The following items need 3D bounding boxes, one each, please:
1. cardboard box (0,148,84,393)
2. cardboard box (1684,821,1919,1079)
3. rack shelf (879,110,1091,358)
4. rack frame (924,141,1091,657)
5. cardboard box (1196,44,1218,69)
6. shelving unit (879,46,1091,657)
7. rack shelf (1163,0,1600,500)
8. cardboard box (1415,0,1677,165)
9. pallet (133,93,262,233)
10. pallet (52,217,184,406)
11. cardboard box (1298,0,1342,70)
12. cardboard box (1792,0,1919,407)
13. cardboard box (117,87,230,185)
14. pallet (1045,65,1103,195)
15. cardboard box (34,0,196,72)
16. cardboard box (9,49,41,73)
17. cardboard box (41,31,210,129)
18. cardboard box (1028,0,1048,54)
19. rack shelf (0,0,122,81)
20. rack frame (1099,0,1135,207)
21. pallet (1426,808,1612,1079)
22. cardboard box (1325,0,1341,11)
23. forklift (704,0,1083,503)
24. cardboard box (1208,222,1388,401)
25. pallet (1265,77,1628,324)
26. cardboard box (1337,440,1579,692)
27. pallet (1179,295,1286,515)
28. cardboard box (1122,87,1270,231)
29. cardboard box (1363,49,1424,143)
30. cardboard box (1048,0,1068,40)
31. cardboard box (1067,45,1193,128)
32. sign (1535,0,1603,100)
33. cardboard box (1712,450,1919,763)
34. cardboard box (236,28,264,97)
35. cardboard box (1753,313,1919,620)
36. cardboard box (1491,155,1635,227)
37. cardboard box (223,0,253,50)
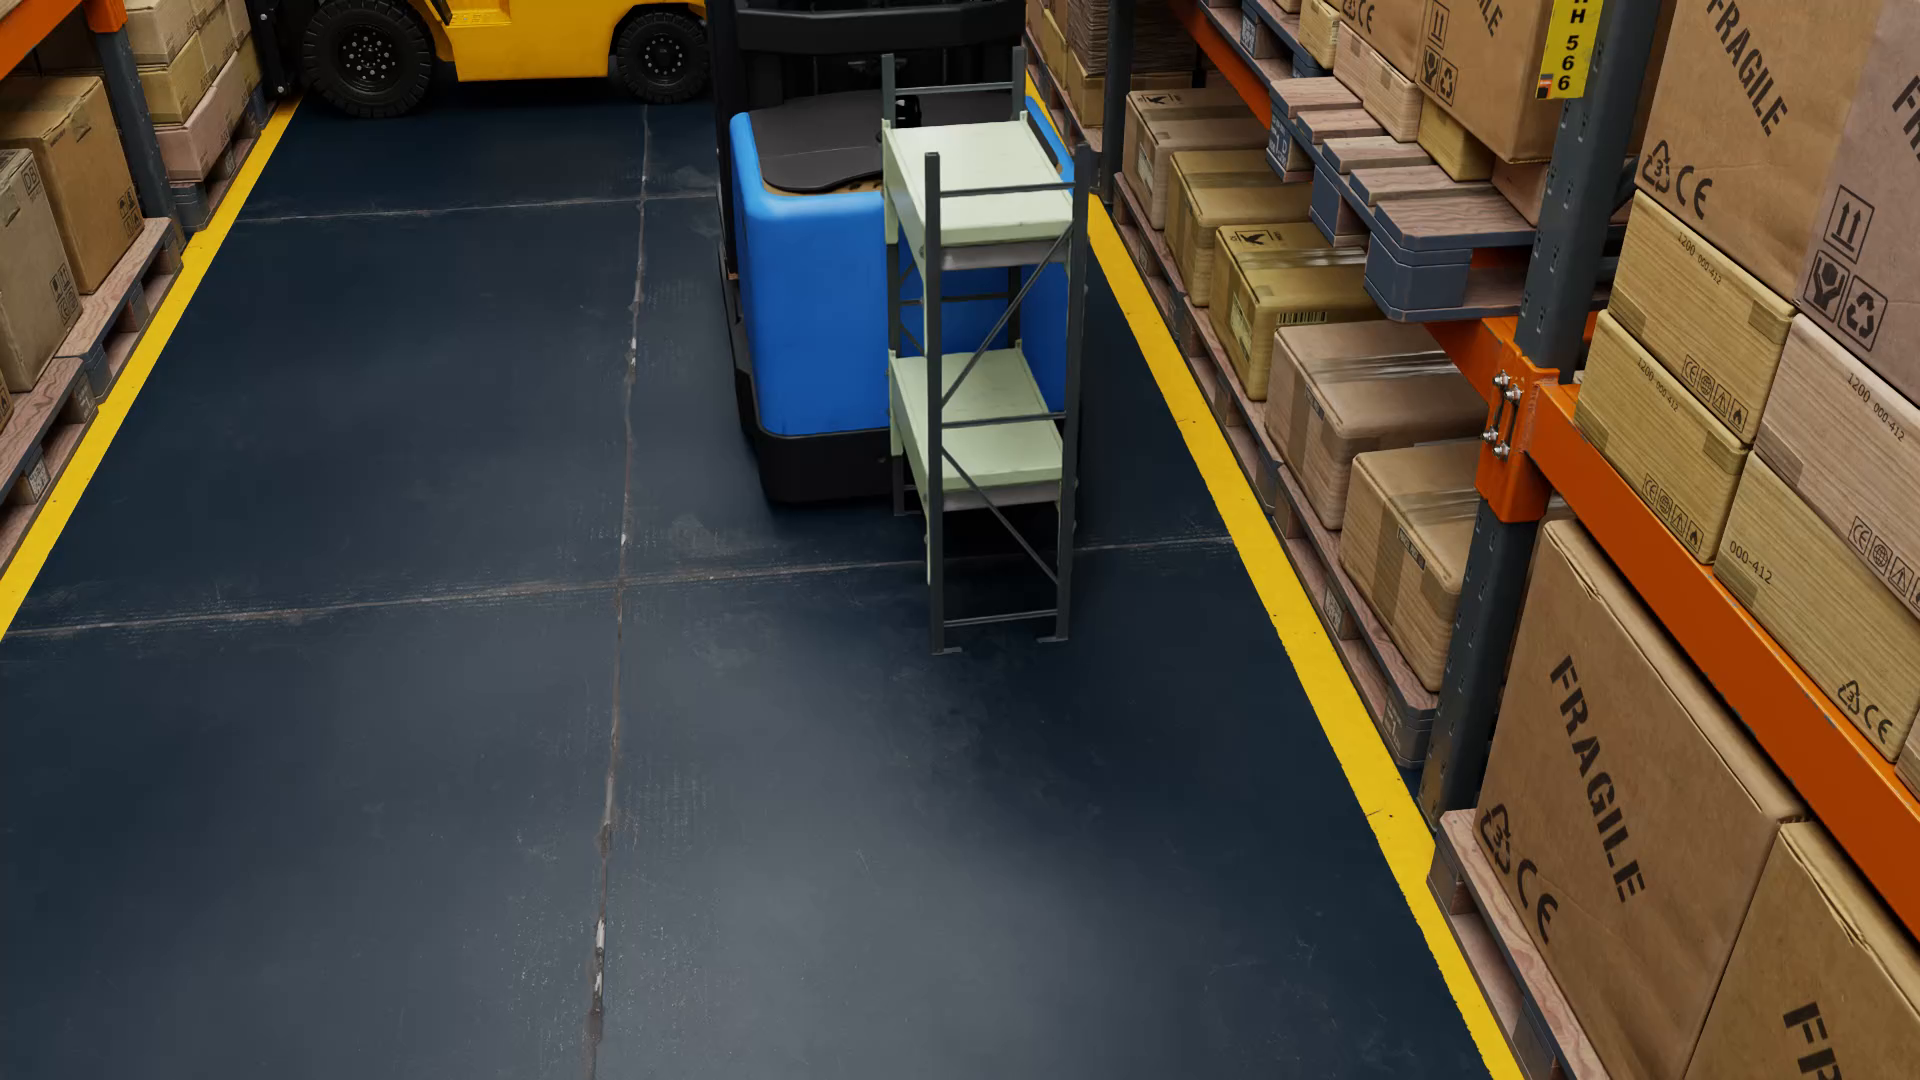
[{"bbox_3d":[-3.606,-0.893,5.633,0.875,0.625,0.625,-5,35,-7],"label":"cardboard box"},{"bbox_3d":[1.798,1.023,2.598,0.875,0.875,0.875,-4,34,-6],"label":"cardboard box"},{"bbox_3d":[0.049,-0.837,4.453,0.431,0.370,0.720,-6,35,-8],"label":"rack shelf"},{"bbox_3d":[0.114,-0.311,4.375,0.400,1.500,0.023,-6,35,-8],"label":"rack frame"},{"bbox_3d":[1.322,-2.500,7.657,0.500,0.500,0.500,-3,34,-4],"label":"cardboard box"},{"bbox_3d":[0.049,-0.514,4.673,0.431,1.500,0.755,-6,35,-8],"label":"shelving unit"},{"bbox_3d":[1.403,-1.390,5.264,1.077,0.370,4.000,-4,35,-6],"label":"rack shelf"},{"bbox_3d":[1.335,-1.141,3.535,0.500,0.500,0.500,-5,35,-8],"label":"cardboard box"},{"bbox_3d":[-3.849,-1.720,7.586,1.003,0.211,1.213,-4,35,-6],"label":"pallet"},{"bbox_3d":[-3.646,-0.864,6.331,1.003,0.211,1.213,-4,35,-6],"label":"pallet"},{"bbox_3d":[1.132,-1.381,4.462,0.380,0.149,0.250,-4,34,-6],"label":"cardboard box"},{"bbox_3d":[1.572,-0.455,2.278,0.500,0.500,0.500,-4,35,-6],"label":"cardboard box"},{"bbox_3d":[-3.521,-1.757,7.234,0.500,0.250,0.500,-4,34,-6],"label":"cardboard box"},{"bbox_3d":[1.009,-2.023,8.031,1.003,0.211,1.213,-4,35,-6],"label":"pallet"},{"bbox_3d":[-3.538,-2.169,6.950,0.500,0.250,0.500,-5,35,-7],"label":"cardboard box"},{"bbox_3d":[-4.042,-2.135,6.901,0.500,0.250,0.500,-4,34,-5],"label":"cardboard box"},{"bbox_3d":[-3.543,-1.962,7.090,0.500,0.250,0.500,-5,35,-7],"label":"cardboard box"},{"bbox_3d":[0.643,-2.730,8.661,0.500,0.250,0.500,-4,34,-6],"label":"cardboard box"},{"bbox_3d":[-3.515,-1.012,4.710,1.077,0.370,4.000,-4,35,-6],"label":"rack shelf"},{"bbox_3d":[1.134,-2.803,6.699,1.000,3.000,0.127,-4,35,-6],"label":"rack frame"},{"bbox_3d":[1.703,1.027,3.555,1.003,0.211,1.213,-4,35,-6],"label":"pallet"},{"bbox_3d":[1.186,-1.710,4.370,0.500,0.500,0.500,-7,35,-10],"label":"cardboard box"},{"bbox_3d":[-0.372,-2.152,5.805,1.130,2.935,3.031,-6,35,-8],"label":"forklift"},{"bbox_3d":[1.402,-0.809,5.734,0.950,0.372,0.625,-3,34,-5],"label":"cardboard box"},{"bbox_3d":[1.471,-0.881,4.050,1.213,0.211,1.003,-4,35,-6],"label":"pallet"},{"bbox_3d":[1.606,0.026,4.509,0.950,0.372,0.625,-7,35,-10],"label":"cardboard box"},{"bbox_3d":[1.408,-0.534,5.846,1.003,0.211,1.213,-4,35,-6],"label":"pallet"},{"bbox_3d":[1.207,-1.598,6.892,0.950,0.372,0.625,-4,34,-6],"label":"cardboard box"},{"bbox_3d":[1.209,-1.087,4.031,0.380,0.149,0.250,-5,35,-7],"label":"cardboard box"},{"bbox_3d":[0.718,-2.744,8.015,0.500,0.500,0.500,-4,34,-6],"label":"cardboard box"},{"bbox_3d":[0.788,-2.150,7.810,0.500,0.250,0.500,-3,34,-4],"label":"cardboard box"},{"bbox_3d":[1.136,-0.970,3.052,0.100,0.325,0.005,-4,35,-6],"label":"sign"},{"bbox_3d":[1.575,0.069,2.619,0.500,0.250,0.500,-5,35,-8],"label":"cardboard box"},{"bbox_3d":[-3.689,-2.325,8.067,0.500,0.250,0.500,-4,34,-6],"label":"cardboard box"},{"bbox_3d":[1.564,-0.125,2.460,0.500,0.250,0.500,-4,34,-5],"label":"cardboard box"},{"bbox_3d":[1.395,-0.806,3.619,0.380,0.149,0.250,-3,34,-5],"label":"cardboard box"},{"bbox_3d":[-3.669,-2.524,7.915,0.500,0.250,0.500,-5,35,-7],"label":"cardboard box"}]
